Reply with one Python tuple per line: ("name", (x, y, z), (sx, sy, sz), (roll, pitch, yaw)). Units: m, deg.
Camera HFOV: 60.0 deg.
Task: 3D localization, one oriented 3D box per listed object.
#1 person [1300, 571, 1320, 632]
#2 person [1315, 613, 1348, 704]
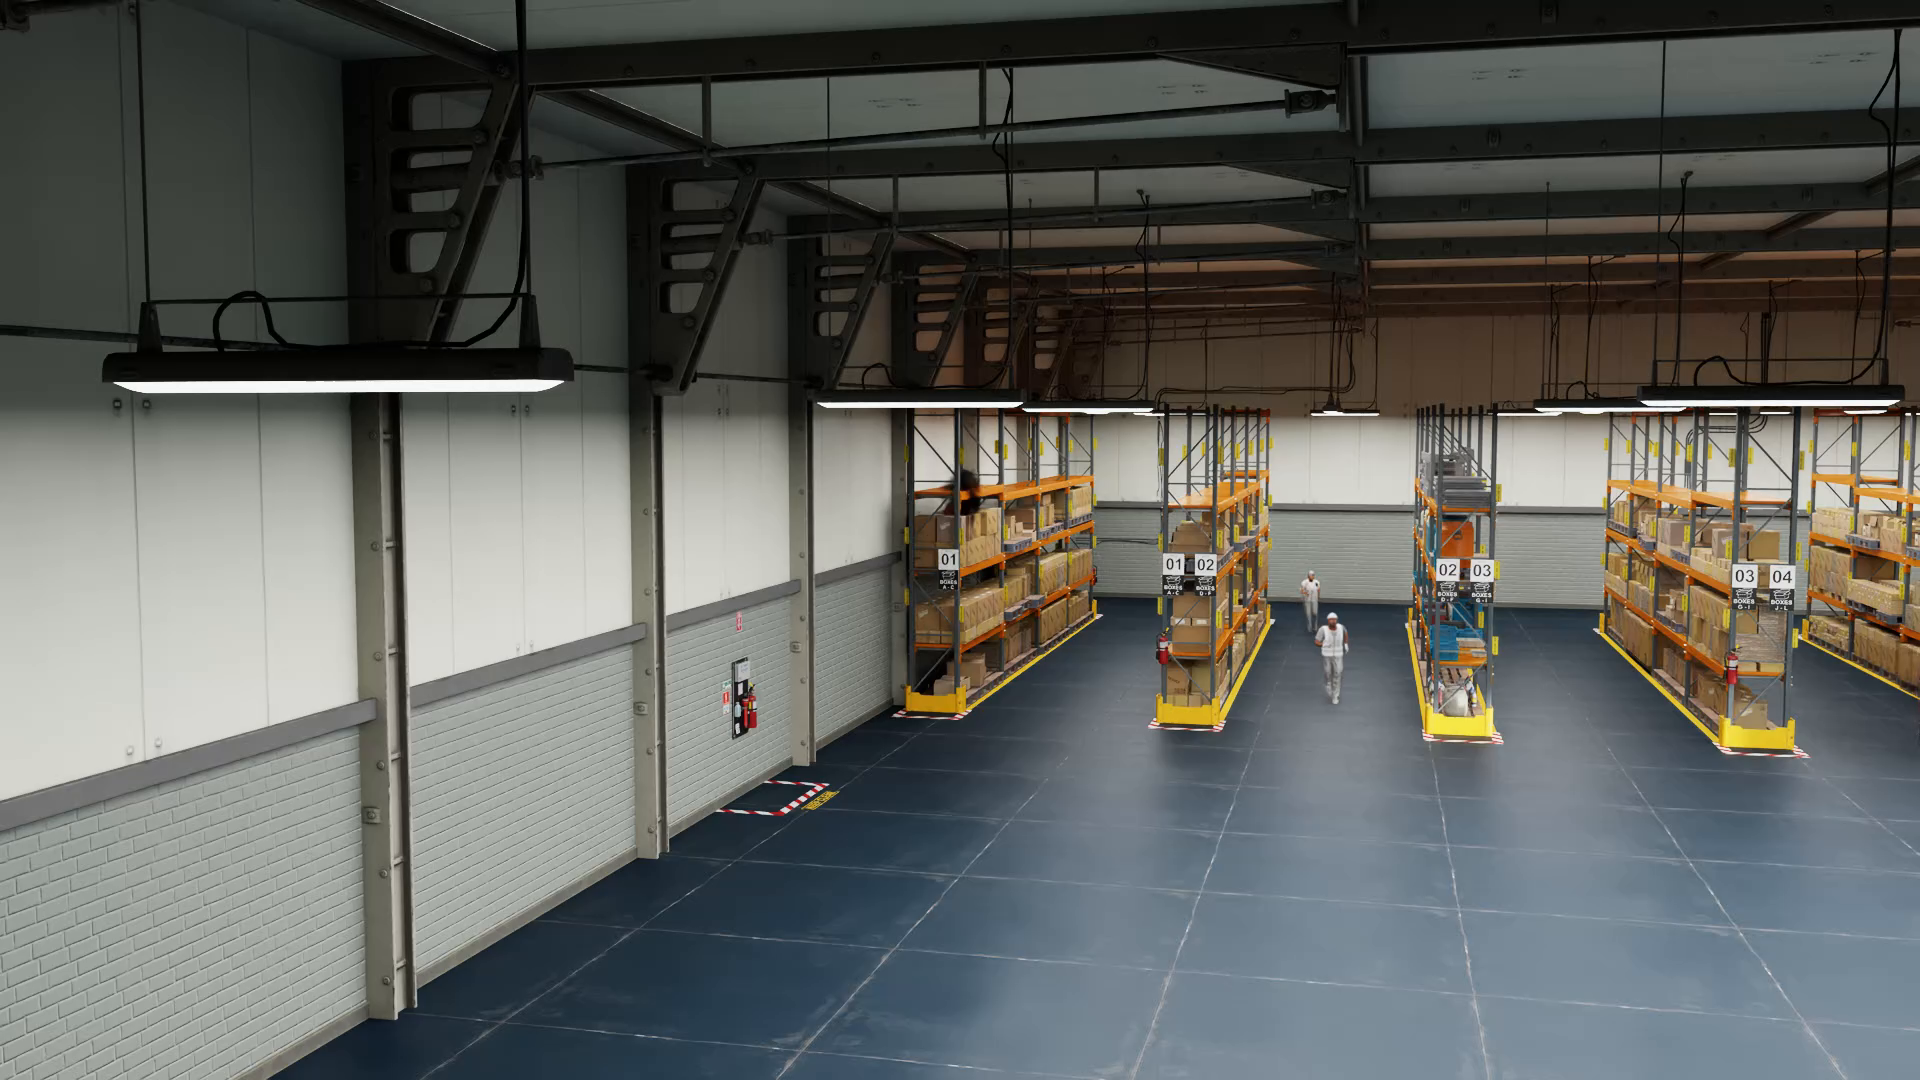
("person", (9.409, 1.665, 44.630), (0.578, 1.650, 0.643), (0, 4, 4))
("person", (7.552, 2.389, 33.794), (0.712, 1.846, 0.914), (0, 4, 1))
